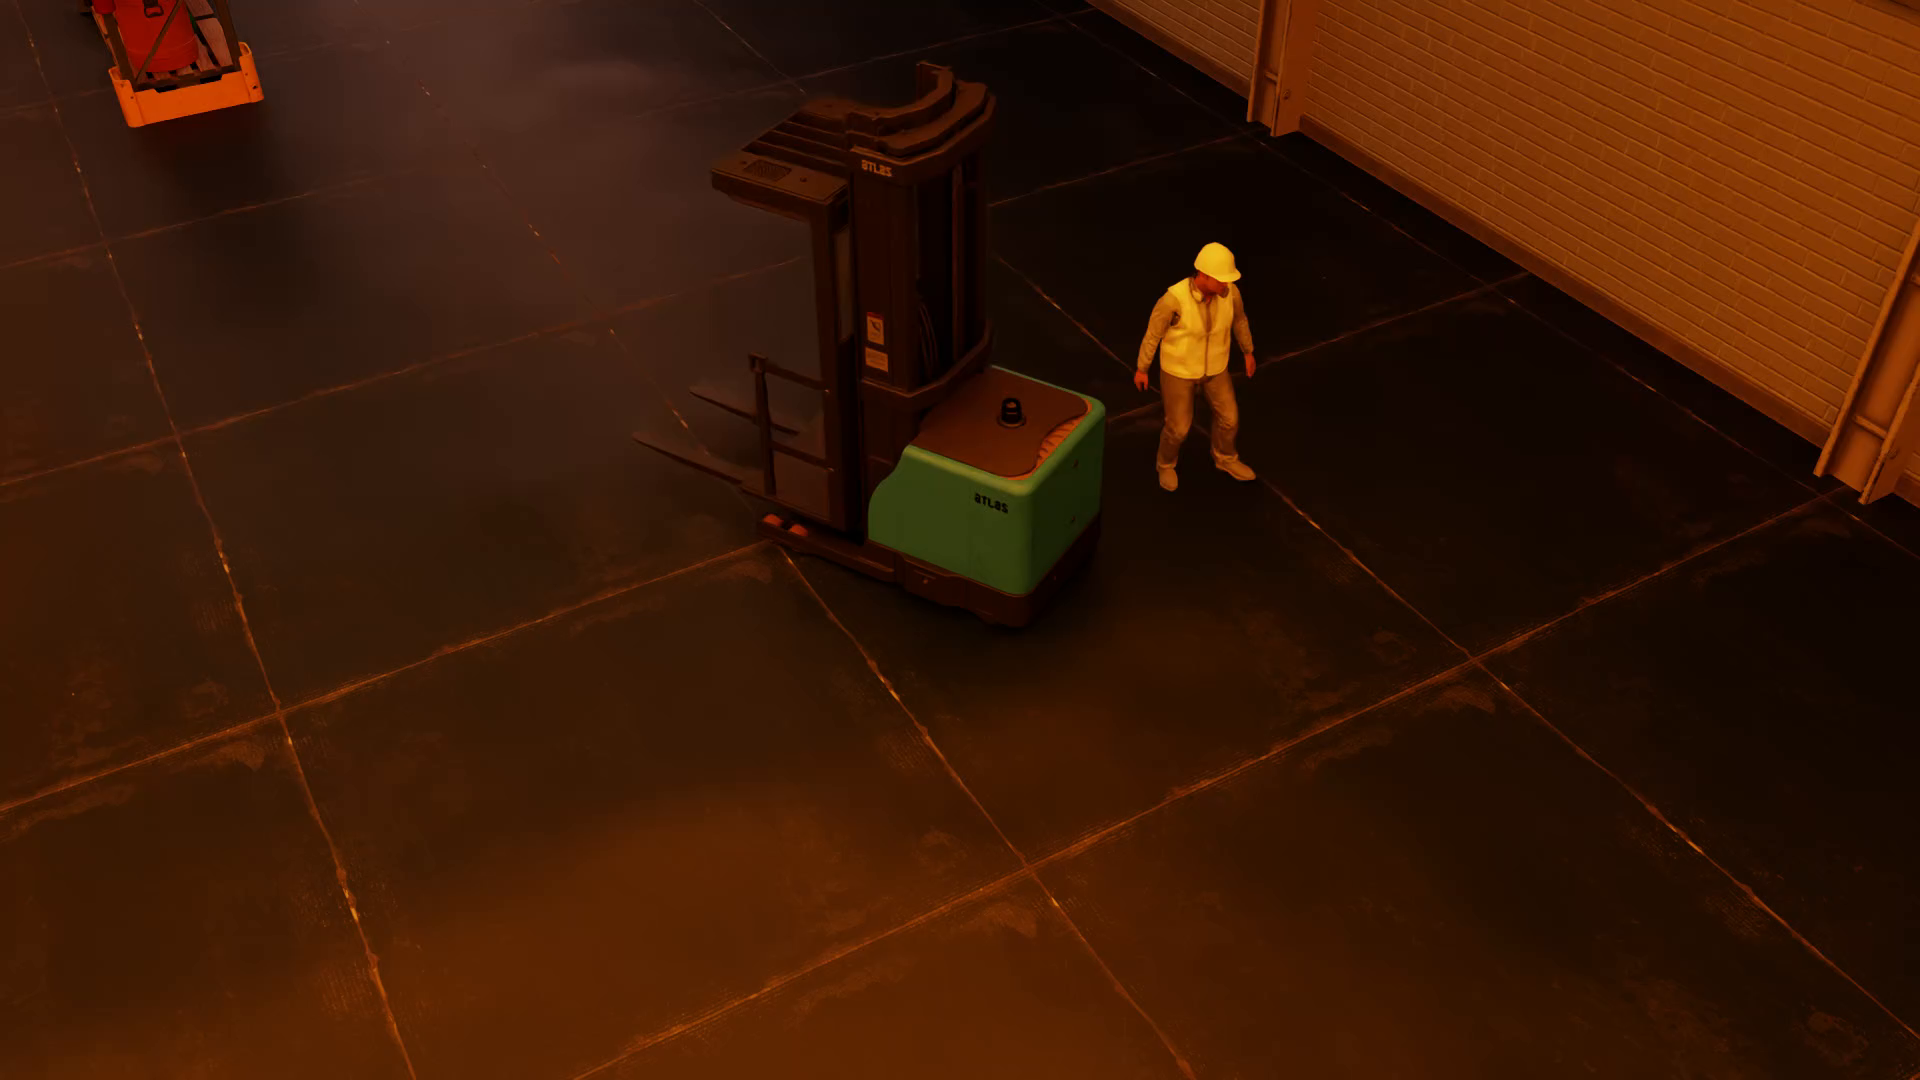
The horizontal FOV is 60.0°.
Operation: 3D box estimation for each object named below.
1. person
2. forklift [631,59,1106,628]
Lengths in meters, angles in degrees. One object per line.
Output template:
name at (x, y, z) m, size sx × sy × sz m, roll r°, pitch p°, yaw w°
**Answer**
person at (1.492, -1.072, 10.259) m, size 0.814 × 1.746 × 0.438 m, roll -12°, pitch 41°, yaw -14°
forklift at (-0.670, -1.323, 9.631) m, size 3.031 × 2.935 × 1.130 m, roll 21°, pitch 44°, yaw 23°
